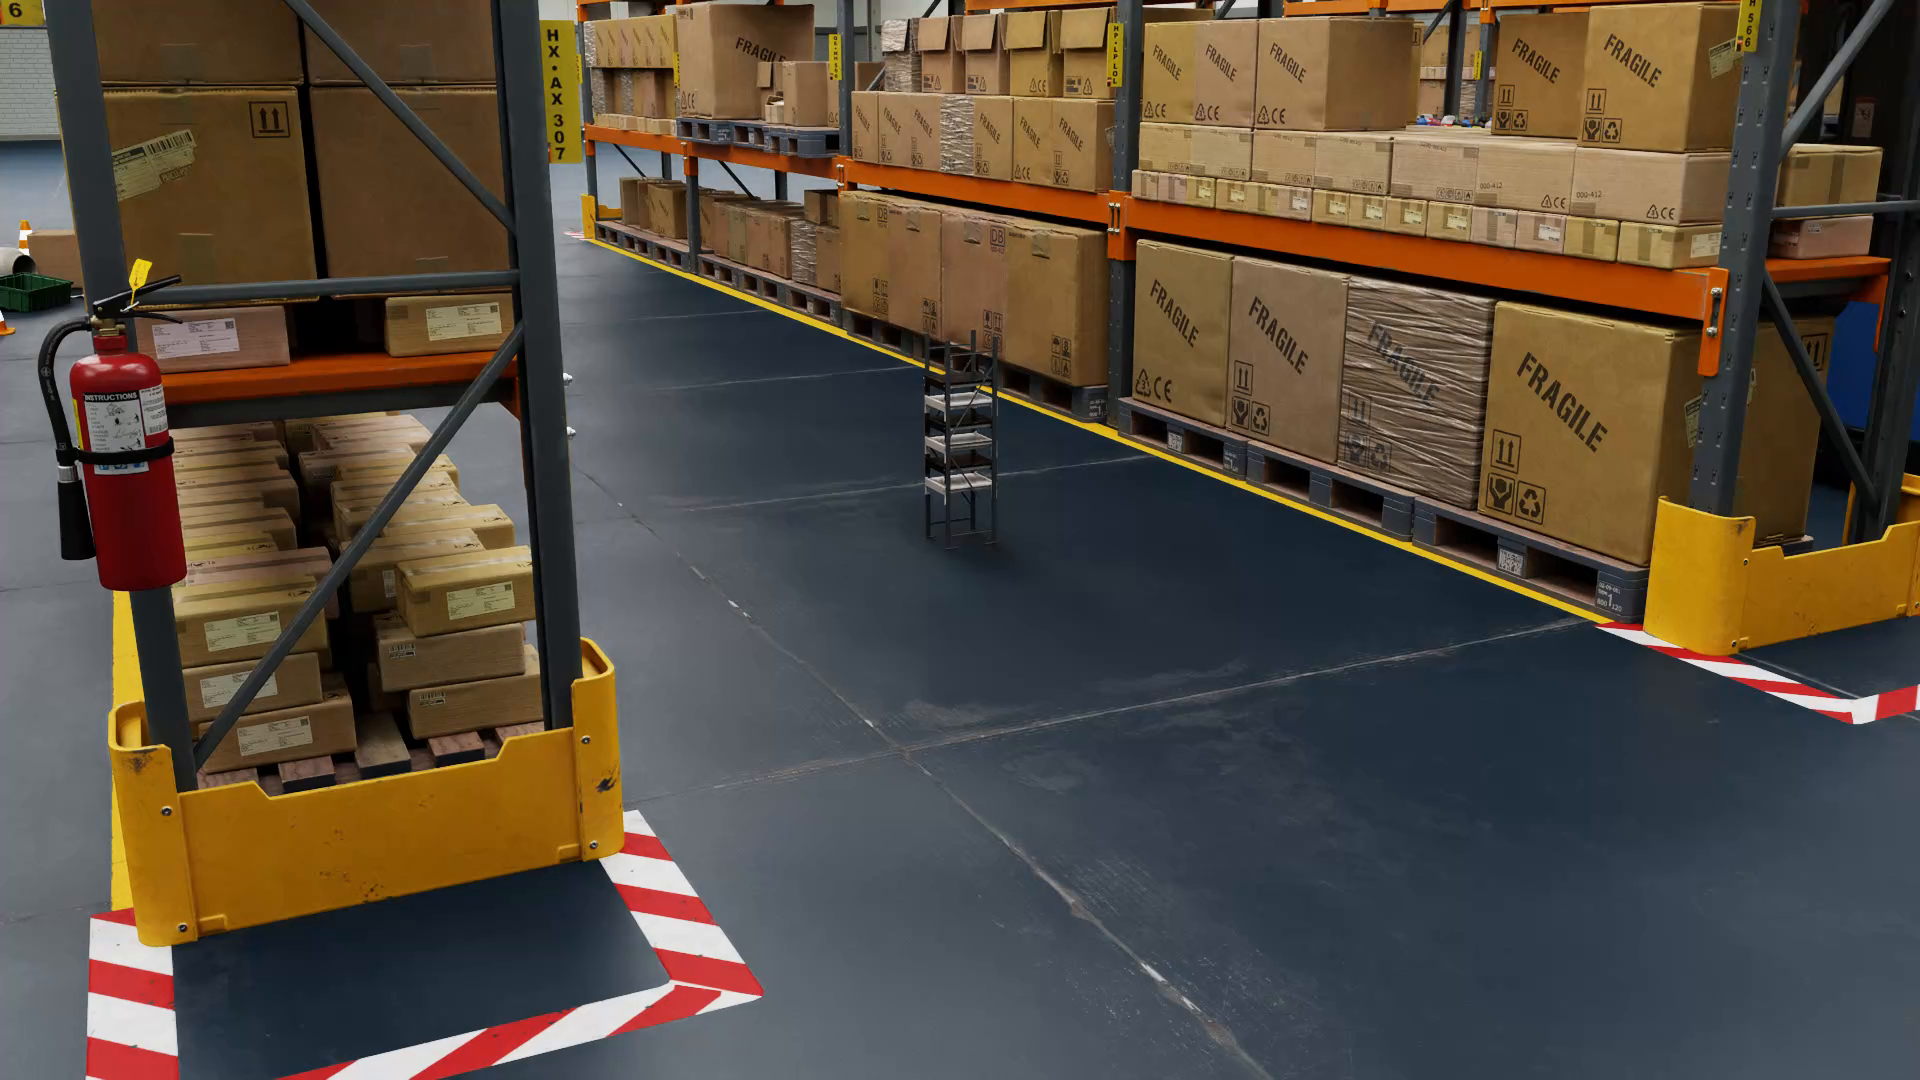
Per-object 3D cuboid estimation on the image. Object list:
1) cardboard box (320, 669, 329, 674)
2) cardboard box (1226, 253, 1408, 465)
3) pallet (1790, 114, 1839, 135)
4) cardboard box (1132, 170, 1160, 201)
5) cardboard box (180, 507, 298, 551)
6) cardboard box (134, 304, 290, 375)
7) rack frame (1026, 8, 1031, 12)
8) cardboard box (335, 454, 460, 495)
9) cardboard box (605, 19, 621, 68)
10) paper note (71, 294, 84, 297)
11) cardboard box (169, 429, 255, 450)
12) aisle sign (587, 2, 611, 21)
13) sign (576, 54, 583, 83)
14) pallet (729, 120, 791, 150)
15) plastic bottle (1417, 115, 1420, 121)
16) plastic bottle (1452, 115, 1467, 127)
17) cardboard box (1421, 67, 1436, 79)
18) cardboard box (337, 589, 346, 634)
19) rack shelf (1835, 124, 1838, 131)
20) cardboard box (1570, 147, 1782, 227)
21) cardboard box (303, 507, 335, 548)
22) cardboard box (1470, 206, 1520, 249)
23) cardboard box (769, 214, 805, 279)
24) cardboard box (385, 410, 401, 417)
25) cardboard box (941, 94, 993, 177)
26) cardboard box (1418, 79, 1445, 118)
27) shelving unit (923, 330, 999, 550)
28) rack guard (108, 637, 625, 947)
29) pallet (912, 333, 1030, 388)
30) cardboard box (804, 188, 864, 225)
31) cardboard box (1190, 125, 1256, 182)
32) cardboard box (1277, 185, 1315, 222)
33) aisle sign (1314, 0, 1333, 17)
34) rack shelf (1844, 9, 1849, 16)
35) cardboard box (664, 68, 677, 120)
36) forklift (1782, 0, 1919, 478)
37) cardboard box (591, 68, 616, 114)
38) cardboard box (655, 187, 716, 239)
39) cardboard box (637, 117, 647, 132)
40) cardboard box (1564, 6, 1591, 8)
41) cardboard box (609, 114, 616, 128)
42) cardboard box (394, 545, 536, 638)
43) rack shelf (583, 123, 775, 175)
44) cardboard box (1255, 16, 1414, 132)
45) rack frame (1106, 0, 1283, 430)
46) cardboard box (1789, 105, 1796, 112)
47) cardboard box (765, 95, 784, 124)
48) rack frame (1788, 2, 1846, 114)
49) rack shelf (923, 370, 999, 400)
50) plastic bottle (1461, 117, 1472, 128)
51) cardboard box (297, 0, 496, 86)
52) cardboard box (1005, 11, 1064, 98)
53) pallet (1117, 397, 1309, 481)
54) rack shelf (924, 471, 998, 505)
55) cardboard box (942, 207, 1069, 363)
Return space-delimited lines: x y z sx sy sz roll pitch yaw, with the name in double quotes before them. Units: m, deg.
"cardboard box" -2.096 0.364 4.952 0.380 0.149 0.250 -8 18 -25
"cardboard box" 1.926 -0.922 8.117 0.875 0.875 0.875 -8 18 -25
"pallet" 8.829 -4.074 16.358 1.213 0.211 1.003 -8 18 -25
"cardboard box" 1.145 -1.904 8.902 0.380 0.149 0.250 -8 18 -25
"cardboard box" -2.238 0.020 5.071 0.380 0.149 0.250 -8 18 -27
"cardboard box" -1.833 -0.498 4.003 0.380 0.149 0.250 -8 18 -25
"rack frame" 0.510 -5.712 21.717 1.000 3.000 0.127 -8 18 -25
"cardboard box" -1.955 -0.184 5.783 0.380 0.149 0.250 -7 18 -24
"cardboard box" -3.514 -5.367 17.983 0.500 0.500 0.500 -8 18 -25
"paper note" -7.802 -2.178 14.783 0.142 0.020 0.147 7 17 23
"cardboard box" -2.828 -0.304 6.199 0.380 0.149 0.250 -7 18 -24
"aisle sign" -4.239 -6.342 19.200 0.394 0.787 0.004 -8 18 -25
"sign" -4.430 -5.464 19.284 0.100 0.325 0.005 -8 18 -25
"pallet" -1.342 -3.524 14.439 1.003 0.211 1.213 -8 18 -25
"plastic bottle" 3.913 -3.522 14.312 0.152 0.276 0.135 -8 18 -25
"plastic bottle" 4.134 -3.372 13.776 0.061 0.283 0.133 -8 18 -25
"cardboard box" 6.065 -5.910 21.051 0.380 0.149 0.250 -8 18 -25
"cardboard box" -1.892 0.184 5.579 0.380 0.149 0.250 -8 18 -25
"rack shelf" 12.044 -5.076 20.804 1.077 0.370 4.000 -8 18 -25
"cardboard box" 2.616 -1.305 6.093 0.500 0.250 0.500 -8 18 -26
"cardboard box" -2.063 -0.025 5.769 0.380 0.149 0.250 -7 17 -22
"cardboard box" 2.281 -1.263 6.669 0.380 0.149 0.250 -7 18 -24
"cardboard box" -1.258 -2.579 14.535 0.700 0.500 0.500 -6 17 -20
"cardboard box" -2.536 -0.505 6.901 0.380 0.149 0.250 -8 18 -25
"cardboard box" 0.203 -2.646 10.852 0.500 0.500 0.500 -8 18 -25
"cardboard box" 6.280 -5.605 21.164 0.700 0.500 0.500 -8 18 -25
"shelving unit" 0.004 -0.431 7.120 0.258 0.900 0.210 -8 18 -25
"rack guard" -1.469 0.611 4.216 1.175 0.500 0.348 -8 18 -25
"pallet" 0.370 -1.283 11.338 1.003 0.211 1.213 -8 18 -25
"cardboard box" -1.000 -2.793 13.920 0.500 0.250 0.500 -6 17 -19
"cardboard box" 1.498 -1.937 8.295 0.500 0.250 0.500 -8 18 -25
"cardboard box" 1.713 -1.582 7.782 0.380 0.149 0.250 -7 18 -24
"aisle sign" 5.199 -7.611 23.622 0.394 0.787 0.004 -8 18 -25
"rack shelf" 9.345 -4.926 14.845 1.077 0.370 4.000 -8 18 -25
"cardboard box" -2.519 -4.560 16.982 0.875 0.500 0.500 -8 18 -25
"forklift" 4.508 -1.908 8.587 1.130 2.935 3.031 -6 17 -21
"cardboard box" -3.726 -5.165 19.090 0.875 0.500 0.500 -8 18 -25
"cardboard box" -2.930 -3.512 17.820 0.500 0.500 0.500 -9 19 -30
"cardboard box" -3.193 -4.392 17.574 0.380 0.149 0.250 -8 18 -25
"cardboard box" 9.337 -8.296 25.065 0.500 0.500 0.500 -7 17 -23
"cardboard box" -3.716 -4.706 18.666 0.380 0.149 0.250 -8 18 -25
"cardboard box" -1.360 0.140 4.655 0.380 0.149 0.250 -9 18 -27
"rack shelf" -3.066 -4.272 18.003 1.077 0.370 4.000 -8 18 -25
"cardboard box" 1.735 -2.168 7.741 0.500 0.500 0.500 -8 18 -27
"rack frame" 1.314 -2.138 9.263 1.000 3.000 0.127 -8 18 -25
"cardboard box" 8.349 -4.379 17.232 0.500 0.311 0.500 -6 17 -21
"cardboard box" -1.411 -3.648 14.007 0.396 0.266 0.258 -8 18 -26
"rack frame" 8.469 -4.326 16.888 1.000 3.000 0.127 -8 18 -25
"rack shelf" 0.004 -0.658 7.054 0.258 0.077 0.200 -8 18 -25
"plastic bottle" 4.197 -3.381 13.827 0.097 0.271 0.097 0 16 0
"cardboard box" -1.394 -1.387 4.112 0.500 0.500 0.500 -8 18 -25
"cardboard box" 0.737 -2.997 10.257 0.797 0.503 0.637 -7 18 -24
"pallet" 1.577 -0.600 8.958 1.003 0.211 1.213 -8 18 -25
"rack shelf" 0.004 -0.225 7.178 0.258 0.077 0.200 -8 18 -25
"cardboard box" 0.624 -1.696 10.814 1.225 0.875 0.875 -8 18 -27
